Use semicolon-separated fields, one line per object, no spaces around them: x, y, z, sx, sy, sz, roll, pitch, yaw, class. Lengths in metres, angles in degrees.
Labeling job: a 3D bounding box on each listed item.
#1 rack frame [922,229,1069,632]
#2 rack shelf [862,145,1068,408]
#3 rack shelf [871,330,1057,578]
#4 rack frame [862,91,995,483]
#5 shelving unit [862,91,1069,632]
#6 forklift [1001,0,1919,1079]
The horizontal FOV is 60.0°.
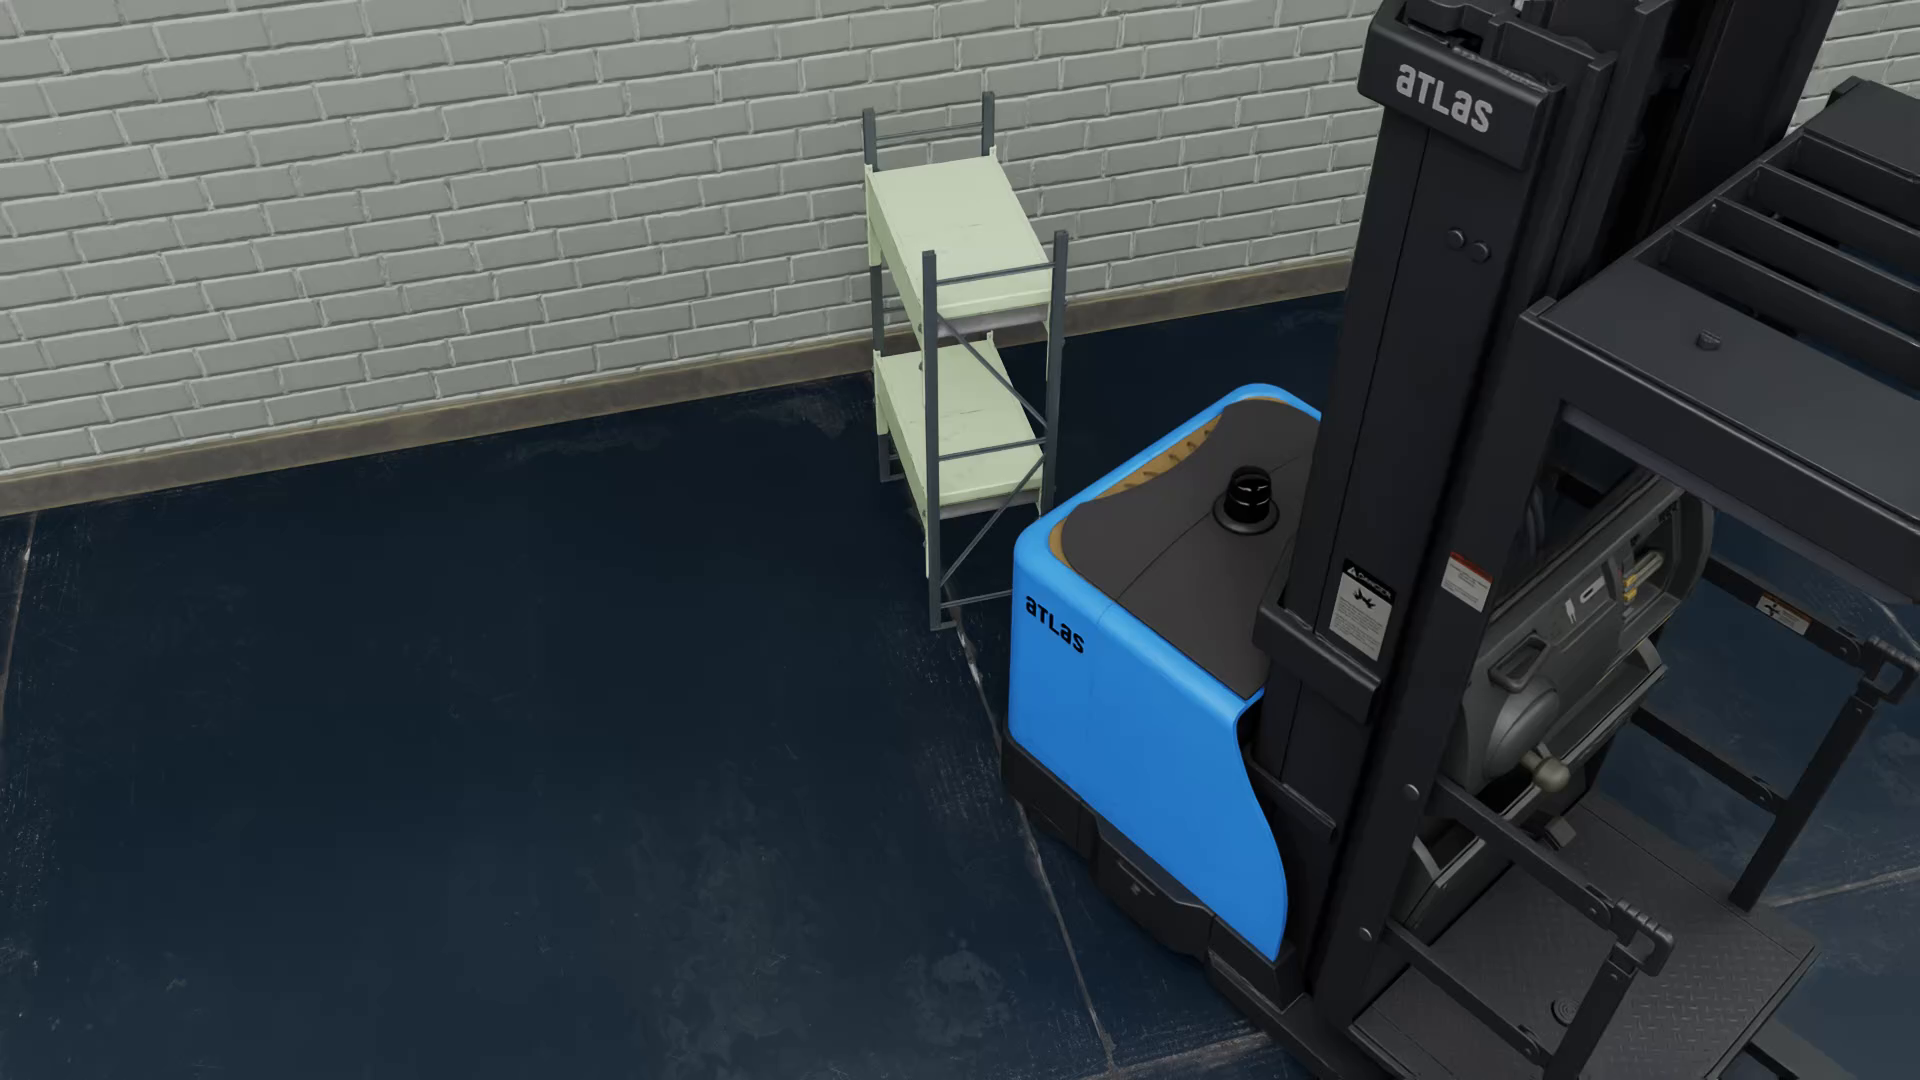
0.095;-0.268;4.962;0.400;1.500;0.023;-11;47;-10;rack frame
0.002;-0.793;4.931;0.431;0.370;0.720;-11;47;-10;rack shelf
0.002;-0.292;5.443;0.431;0.370;0.720;-11;47;-10;rack shelf
-0.092;-0.773;5.457;0.400;1.500;0.023;-11;47;-10;rack frame
0.002;-0.520;5.210;0.431;1.500;0.755;-11;47;-10;shelving unit
1.485;0.267;3.437;1.130;2.935;3.031;-33;54;-28;forklift
